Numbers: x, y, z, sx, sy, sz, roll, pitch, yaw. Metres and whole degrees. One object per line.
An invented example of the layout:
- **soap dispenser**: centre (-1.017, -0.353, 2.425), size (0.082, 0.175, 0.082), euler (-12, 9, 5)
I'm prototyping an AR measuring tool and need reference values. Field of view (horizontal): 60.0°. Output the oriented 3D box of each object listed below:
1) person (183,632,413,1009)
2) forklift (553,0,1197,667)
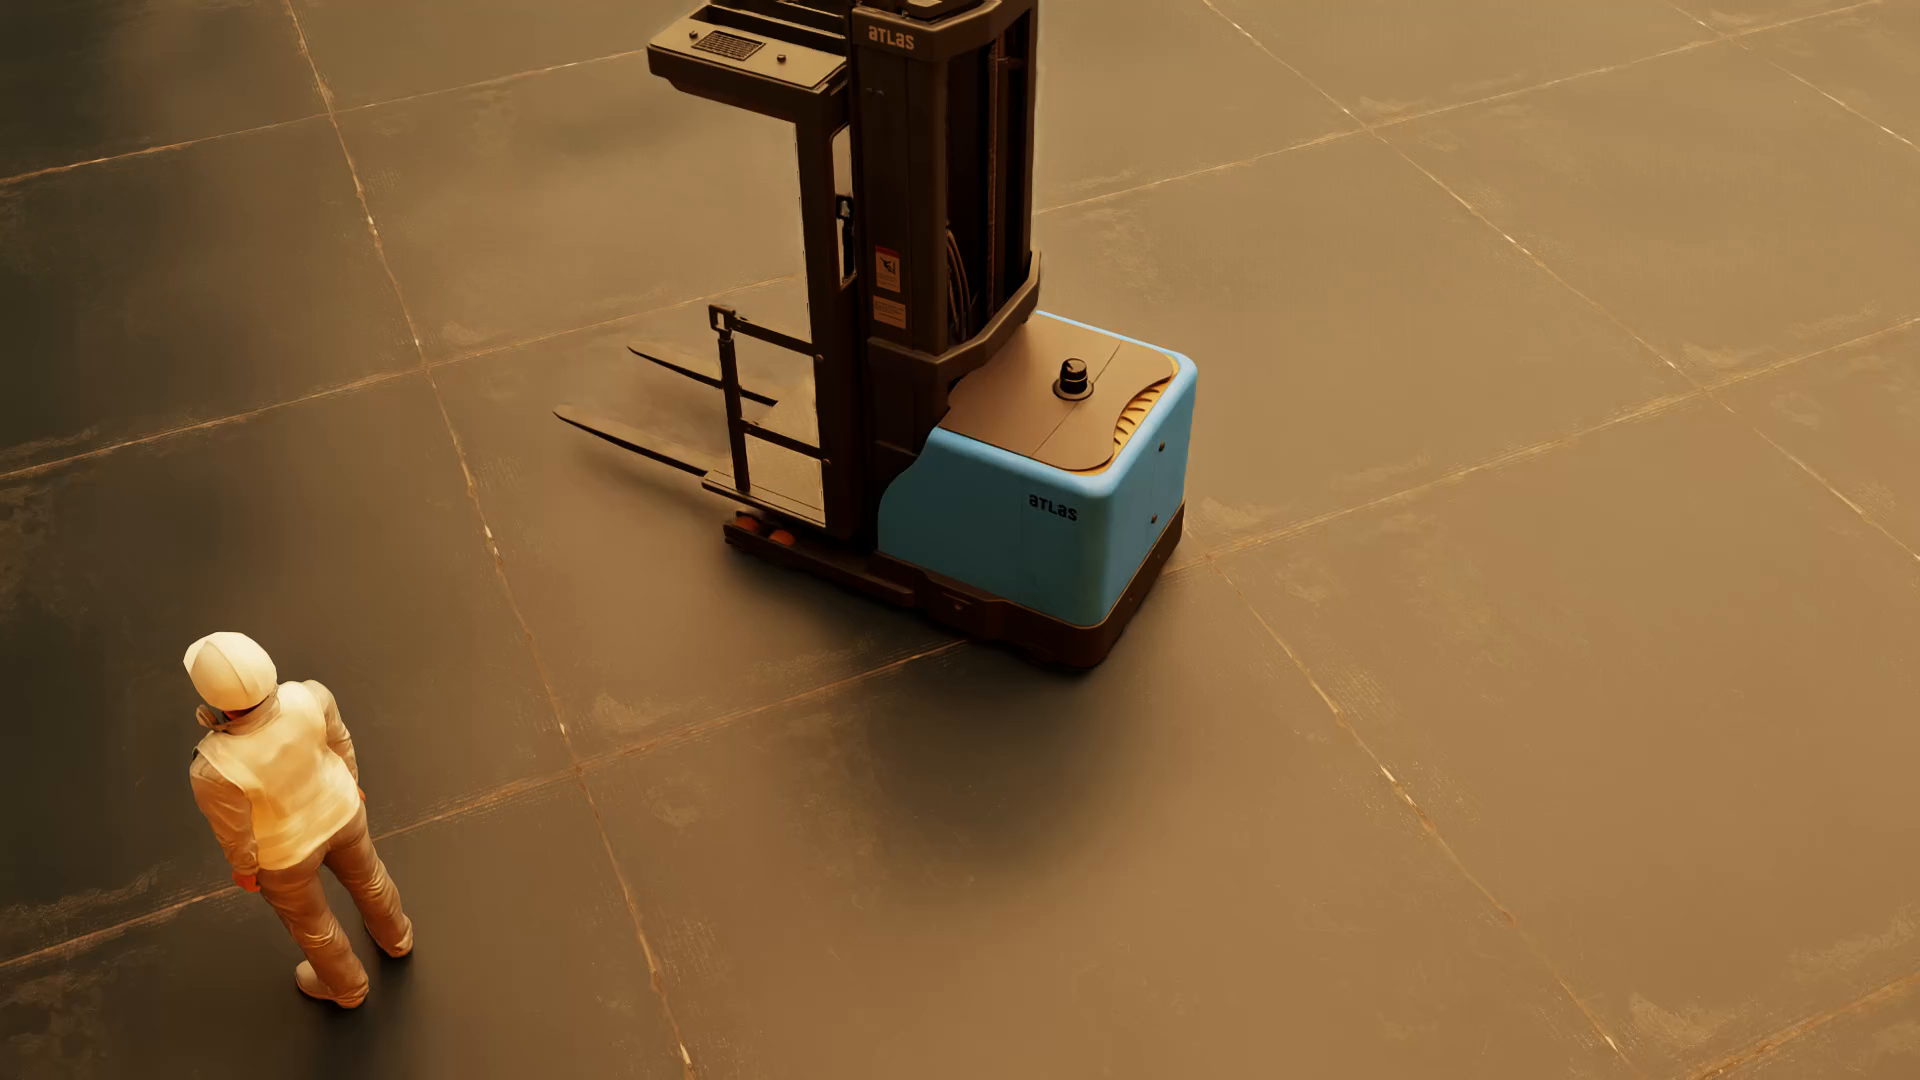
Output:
- **person**: centre (-2.217, 0.937, 5.526), size (0.375, 1.776, 0.525), euler (25, 48, 24)
- **forklift**: centre (-0.516, -1.251, 7.021), size (3.031, 2.935, 1.130), euler (20, 47, 20)
